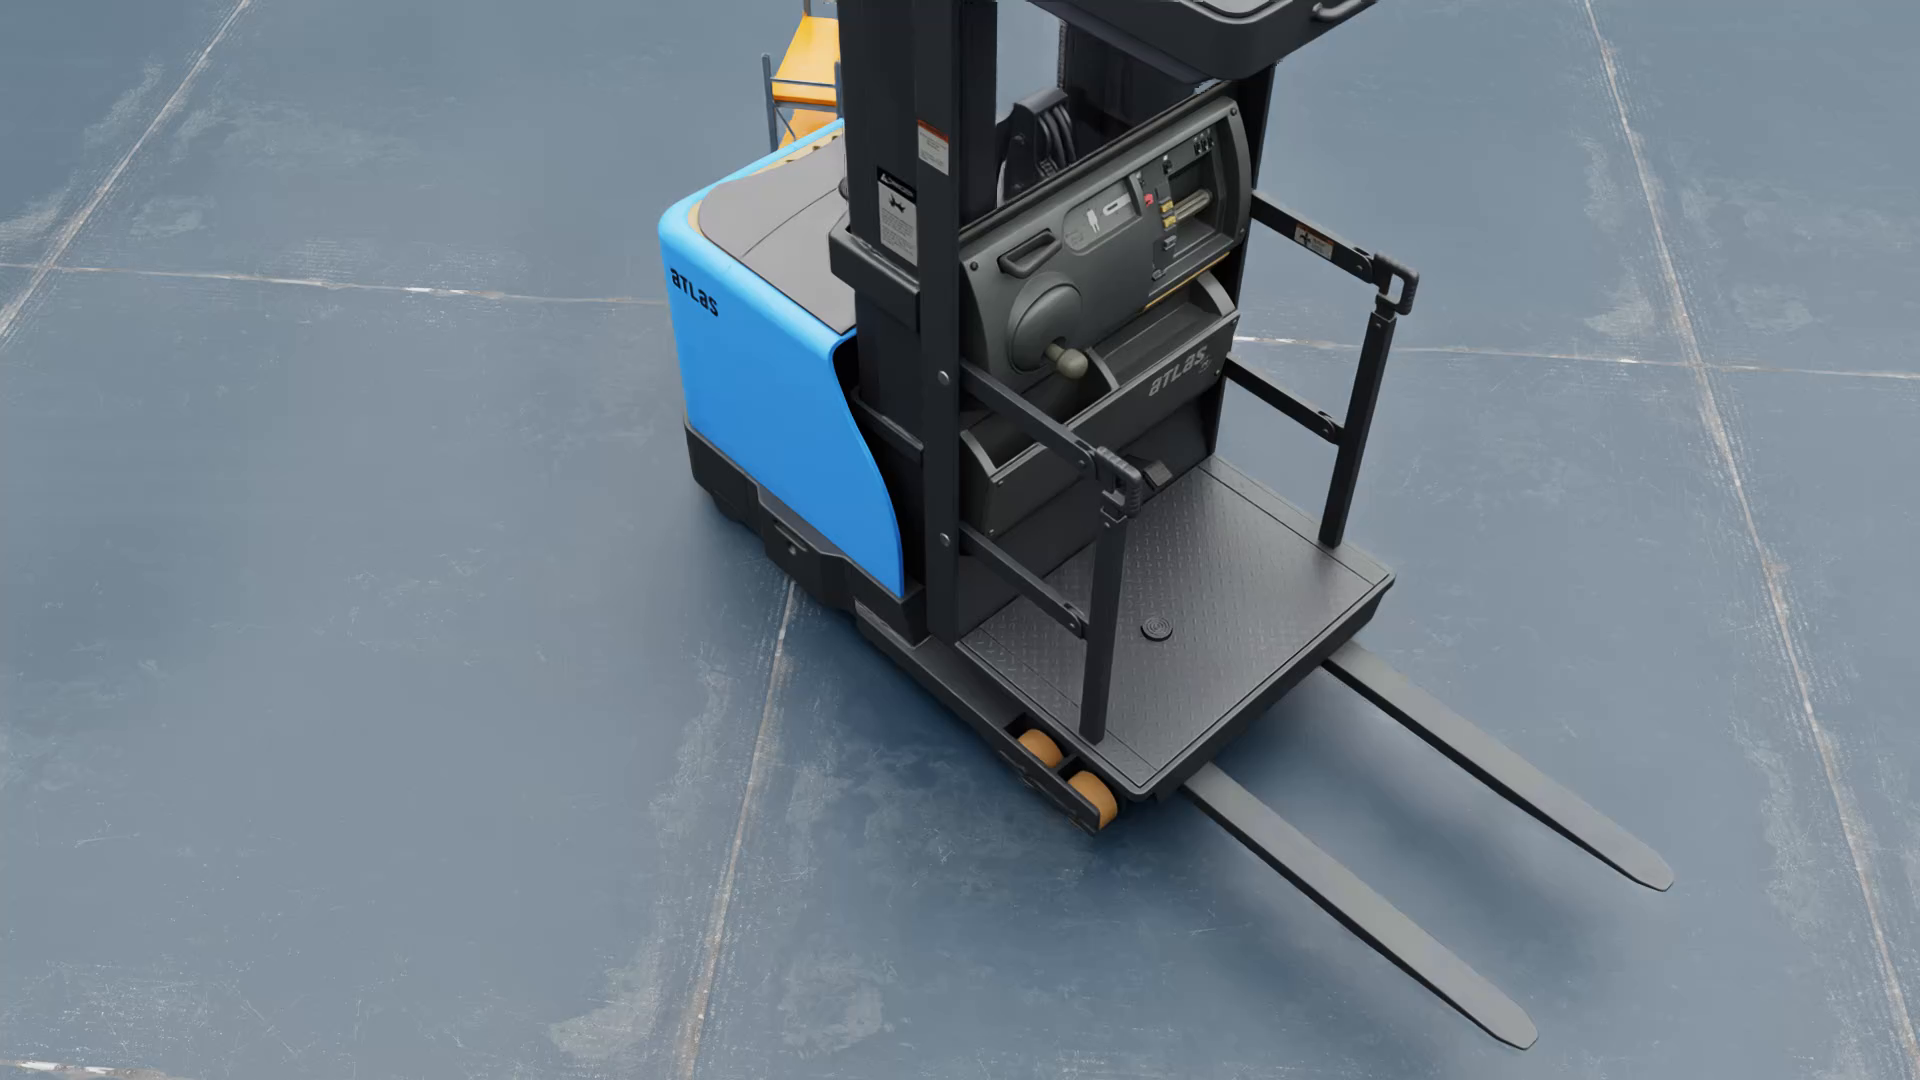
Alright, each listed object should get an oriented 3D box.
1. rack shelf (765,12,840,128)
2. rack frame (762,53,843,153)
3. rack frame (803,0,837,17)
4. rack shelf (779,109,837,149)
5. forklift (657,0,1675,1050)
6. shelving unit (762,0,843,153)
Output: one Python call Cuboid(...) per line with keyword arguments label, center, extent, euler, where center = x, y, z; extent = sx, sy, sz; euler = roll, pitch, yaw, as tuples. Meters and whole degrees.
Cuboid(label="rack shelf", center=(-0.427, -1.465, 5.244), extent=(0.258, 0.148, 0.480), euler=(8, 48, 7))
Cuboid(label="rack frame", center=(-0.470, -1.023, 5.372), extent=(0.240, 1.200, 0.015), euler=(8, 48, 7))
Cuboid(label="rack frame", center=(-0.384, -1.377, 5.696), extent=(0.240, 1.200, 0.015), euler=(8, 48, 7))
Cuboid(label="rack shelf", center=(-0.427, -1.305, 5.419), extent=(0.258, 0.148, 0.480), euler=(8, 48, 7))
Cuboid(label="forklift", center=(0.515, -0.632, 3.842), extent=(1.130, 2.935, 3.031), euler=(-35, 56, -28))
Cuboid(label="shelving unit", center=(-0.427, -1.200, 5.534), extent=(0.258, 1.200, 0.503), euler=(8, 48, 7))
